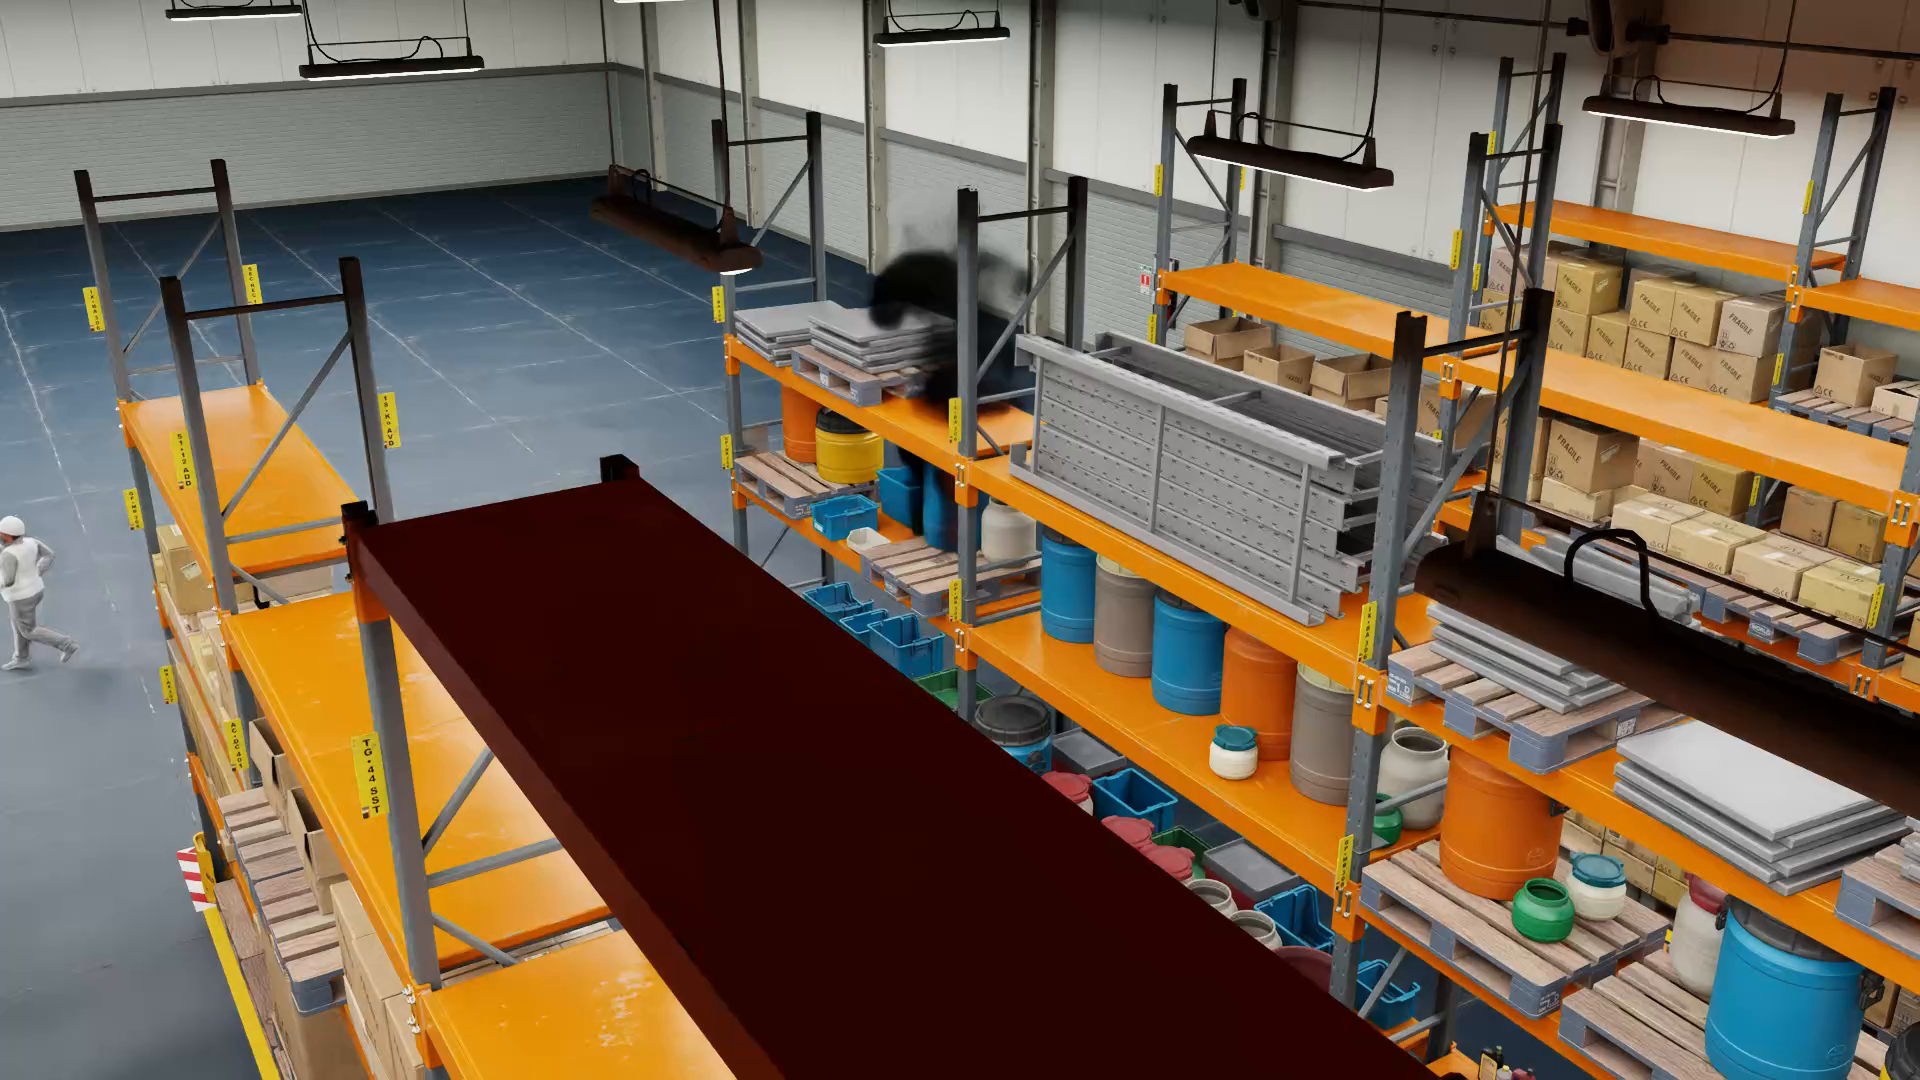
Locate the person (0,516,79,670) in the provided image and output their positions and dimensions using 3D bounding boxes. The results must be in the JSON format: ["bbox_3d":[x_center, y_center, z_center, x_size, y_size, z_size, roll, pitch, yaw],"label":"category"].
[{"bbox_3d":[-9.865,0.583,17.583,0.928,1.778,0.660,0,22,0],"label":"person"}]
